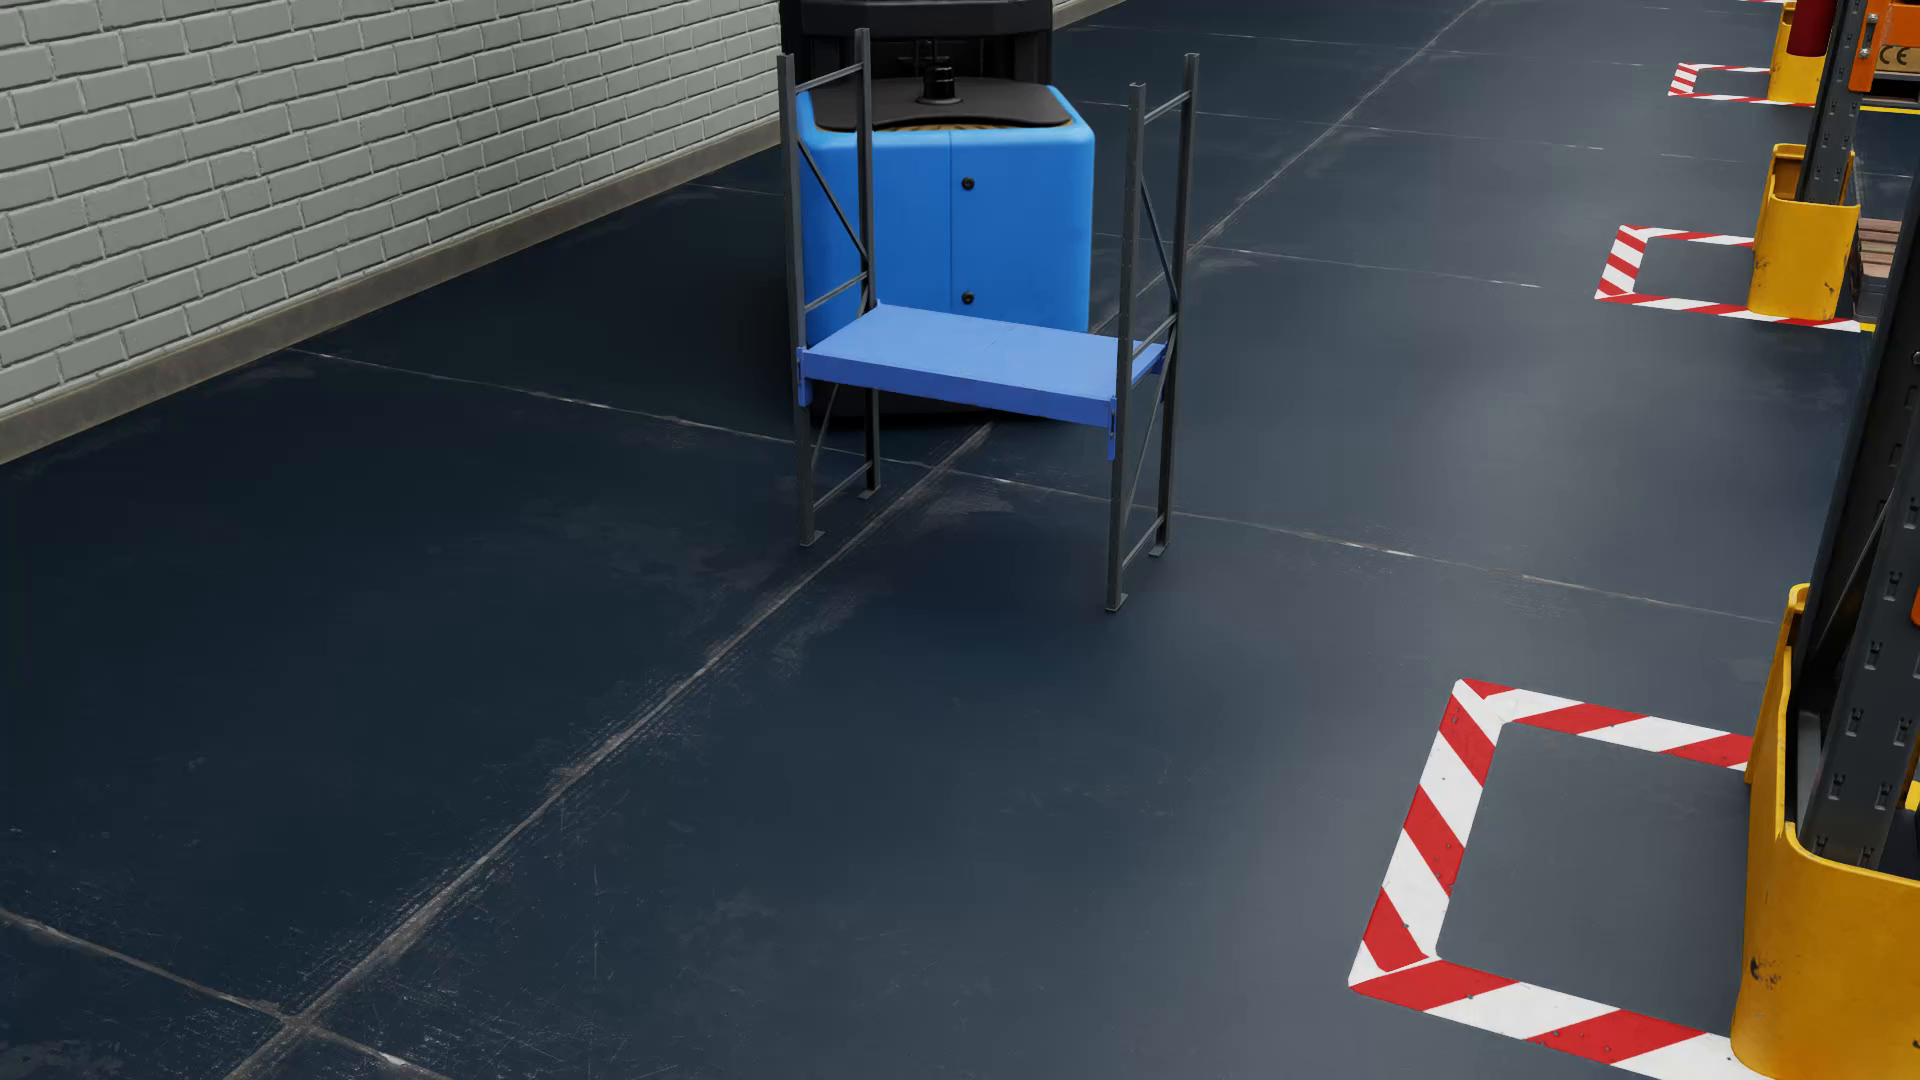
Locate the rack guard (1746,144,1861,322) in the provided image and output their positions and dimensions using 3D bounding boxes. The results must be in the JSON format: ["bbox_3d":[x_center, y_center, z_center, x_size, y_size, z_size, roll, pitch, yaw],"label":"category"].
[{"bbox_3d":[3.835,-1.421,7.569,0.348,0.500,1.175,11,28,22],"label":"rack guard"}]

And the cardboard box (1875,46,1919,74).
[{"bbox_3d":[6.528,-3.685,11.268,0.875,0.875,0.875,11,28,22],"label":"cardboard box"}]

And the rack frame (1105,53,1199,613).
[{"bbox_3d":[0.540,-0.564,4.698,0.032,1.500,0.500,11,28,22],"label":"rack frame"}]

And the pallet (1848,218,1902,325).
[{"bbox_3d":[4.597,-1.125,7.297,1.213,0.211,1.003,11,28,22],"label":"pallet"}]

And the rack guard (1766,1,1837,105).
[{"bbox_3d":[5.891,-3.417,11.625,0.348,0.500,1.175,11,28,22],"label":"rack guard"}]

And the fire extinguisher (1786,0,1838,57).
[{"bbox_3d":[3.913,-2.551,7.545,0.183,0.674,0.296,11,28,22],"label":"fire extinguisher"}]

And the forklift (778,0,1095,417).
[{"bbox_3d":[-0.203,-2.378,6.761,1.130,2.935,3.031,-3,26,-6],"label":"forklift"}]

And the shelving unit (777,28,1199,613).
[{"bbox_3d":[0.078,-0.657,4.887,1.048,1.500,0.538,11,28,22],"label":"shelving unit"}]

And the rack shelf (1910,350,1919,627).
[{"bbox_3d":[3.629,0.137,2.391,4.000,0.370,1.077,11,28,22],"label":"rack shelf"}]

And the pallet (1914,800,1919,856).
[{"bbox_3d":[2.604,0.859,3.267,1.213,0.211,1.003,11,28,22],"label":"pallet"}]

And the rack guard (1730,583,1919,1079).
[{"bbox_3d":[1.878,0.584,3.499,0.348,0.500,1.175,11,28,22],"label":"rack guard"}]

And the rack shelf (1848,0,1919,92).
[{"bbox_3d":[5.683,-1.854,6.435,4.000,0.370,1.077,11,28,22],"label":"rack shelf"}]

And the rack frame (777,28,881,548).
[{"bbox_3d":[-0.385,-0.750,5.076,0.032,1.500,0.500,11,28,22],"label":"rack frame"}]

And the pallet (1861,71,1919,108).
[{"bbox_3d":[6.673,-3.169,11.447,1.213,0.211,1.003,11,28,22],"label":"pallet"}]

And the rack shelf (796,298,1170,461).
[{"bbox_3d":[0.078,-0.496,4.966,1.000,0.185,0.538,11,28,22],"label":"rack shelf"}]

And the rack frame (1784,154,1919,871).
[{"bbox_3d":[1.808,-0.552,2.975,0.127,3.000,1.000,11,28,22],"label":"rack frame"}]

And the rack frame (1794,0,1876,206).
[{"bbox_3d":[3.862,-2.543,7.019,0.127,3.000,1.000,11,28,22],"label":"rack frame"}]
